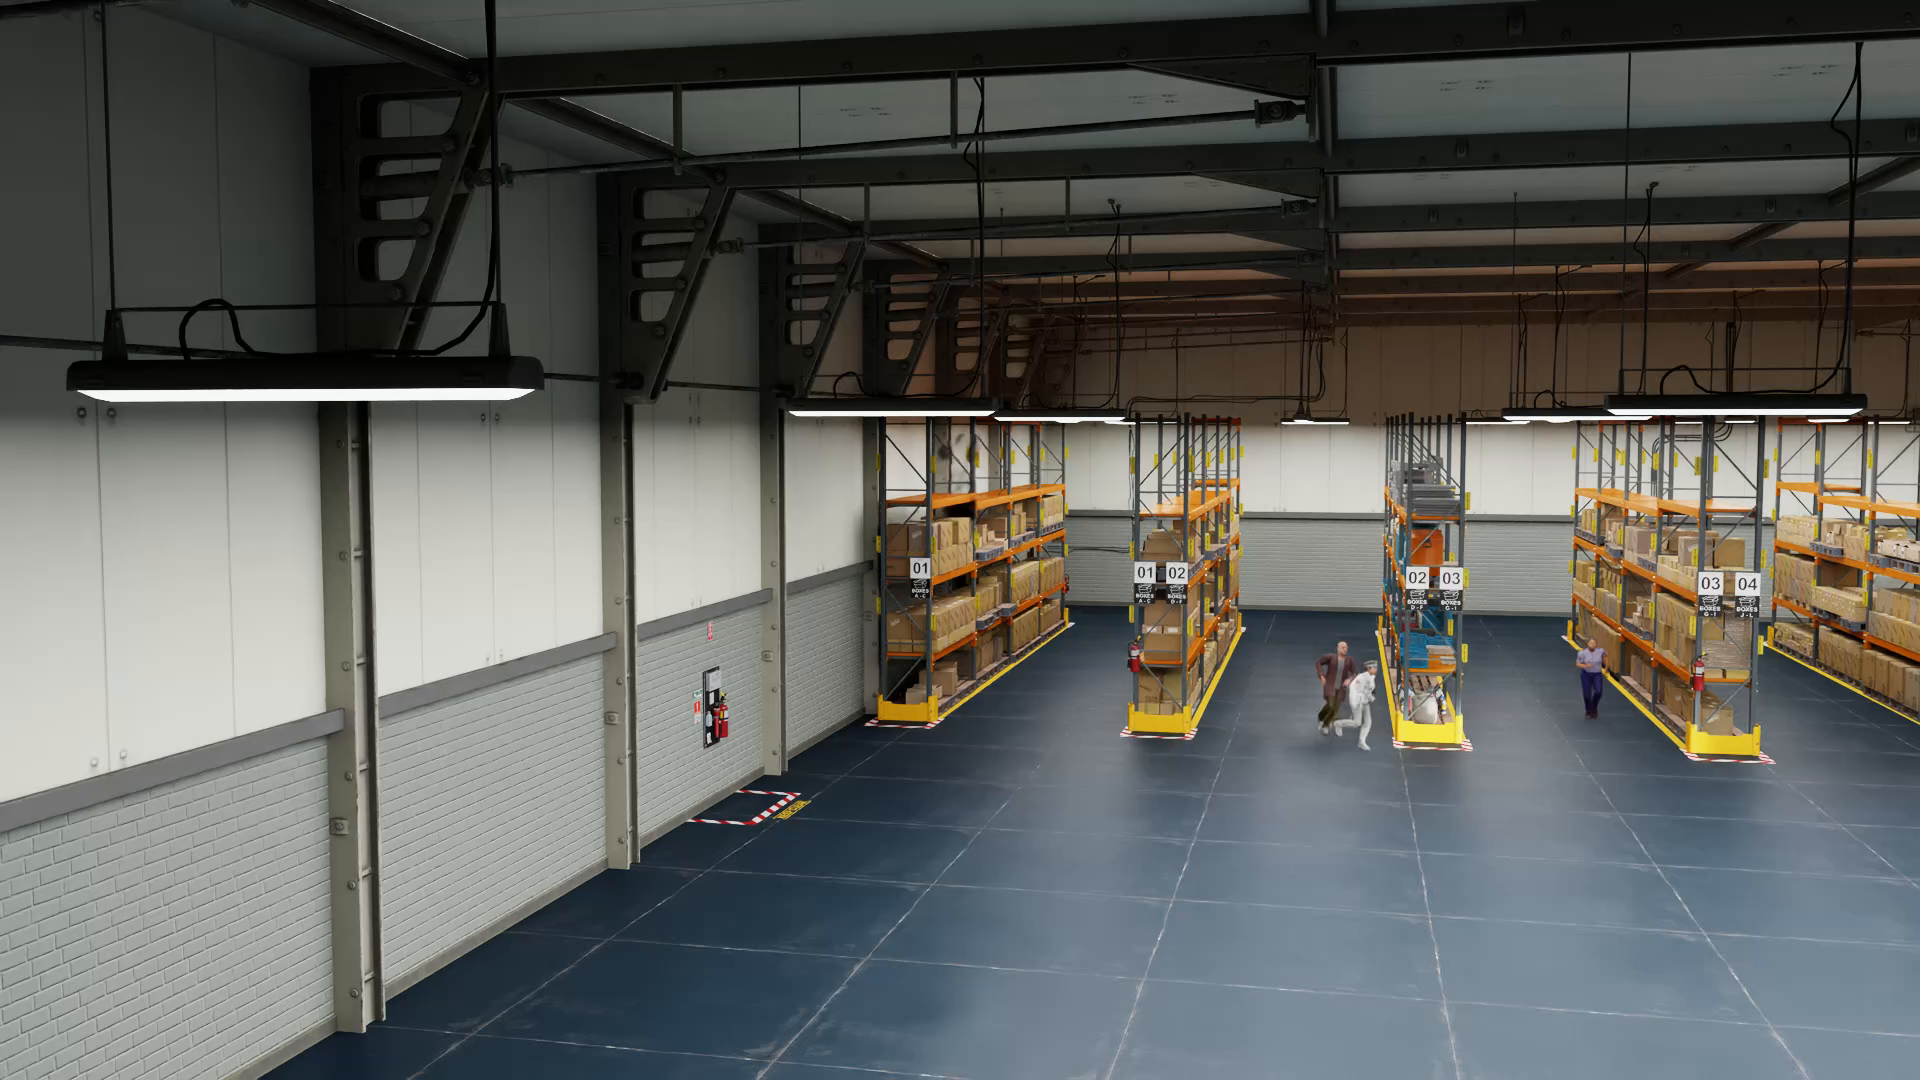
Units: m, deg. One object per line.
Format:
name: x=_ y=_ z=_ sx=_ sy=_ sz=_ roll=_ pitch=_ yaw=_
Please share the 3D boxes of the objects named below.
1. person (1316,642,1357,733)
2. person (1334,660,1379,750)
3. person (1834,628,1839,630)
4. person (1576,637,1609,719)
person: x=7.057 y=2.762 z=31.088 sx=0.728 sy=1.728 sz=0.612 roll=0 pitch=4 yaw=-6
person: x=7.105 y=2.931 z=29.802 sx=0.831 sy=1.627 sz=0.618 roll=3 pitch=5 yaw=39
person: x=23.641 y=1.803 z=44.911 sx=0.607 sy=1.745 sz=0.644 roll=-1 pitch=4 yaw=-9
person: x=12.382 y=2.697 z=32.548 sx=0.635 sy=1.605 sz=0.757 roll=1 pitch=4 yaw=12
